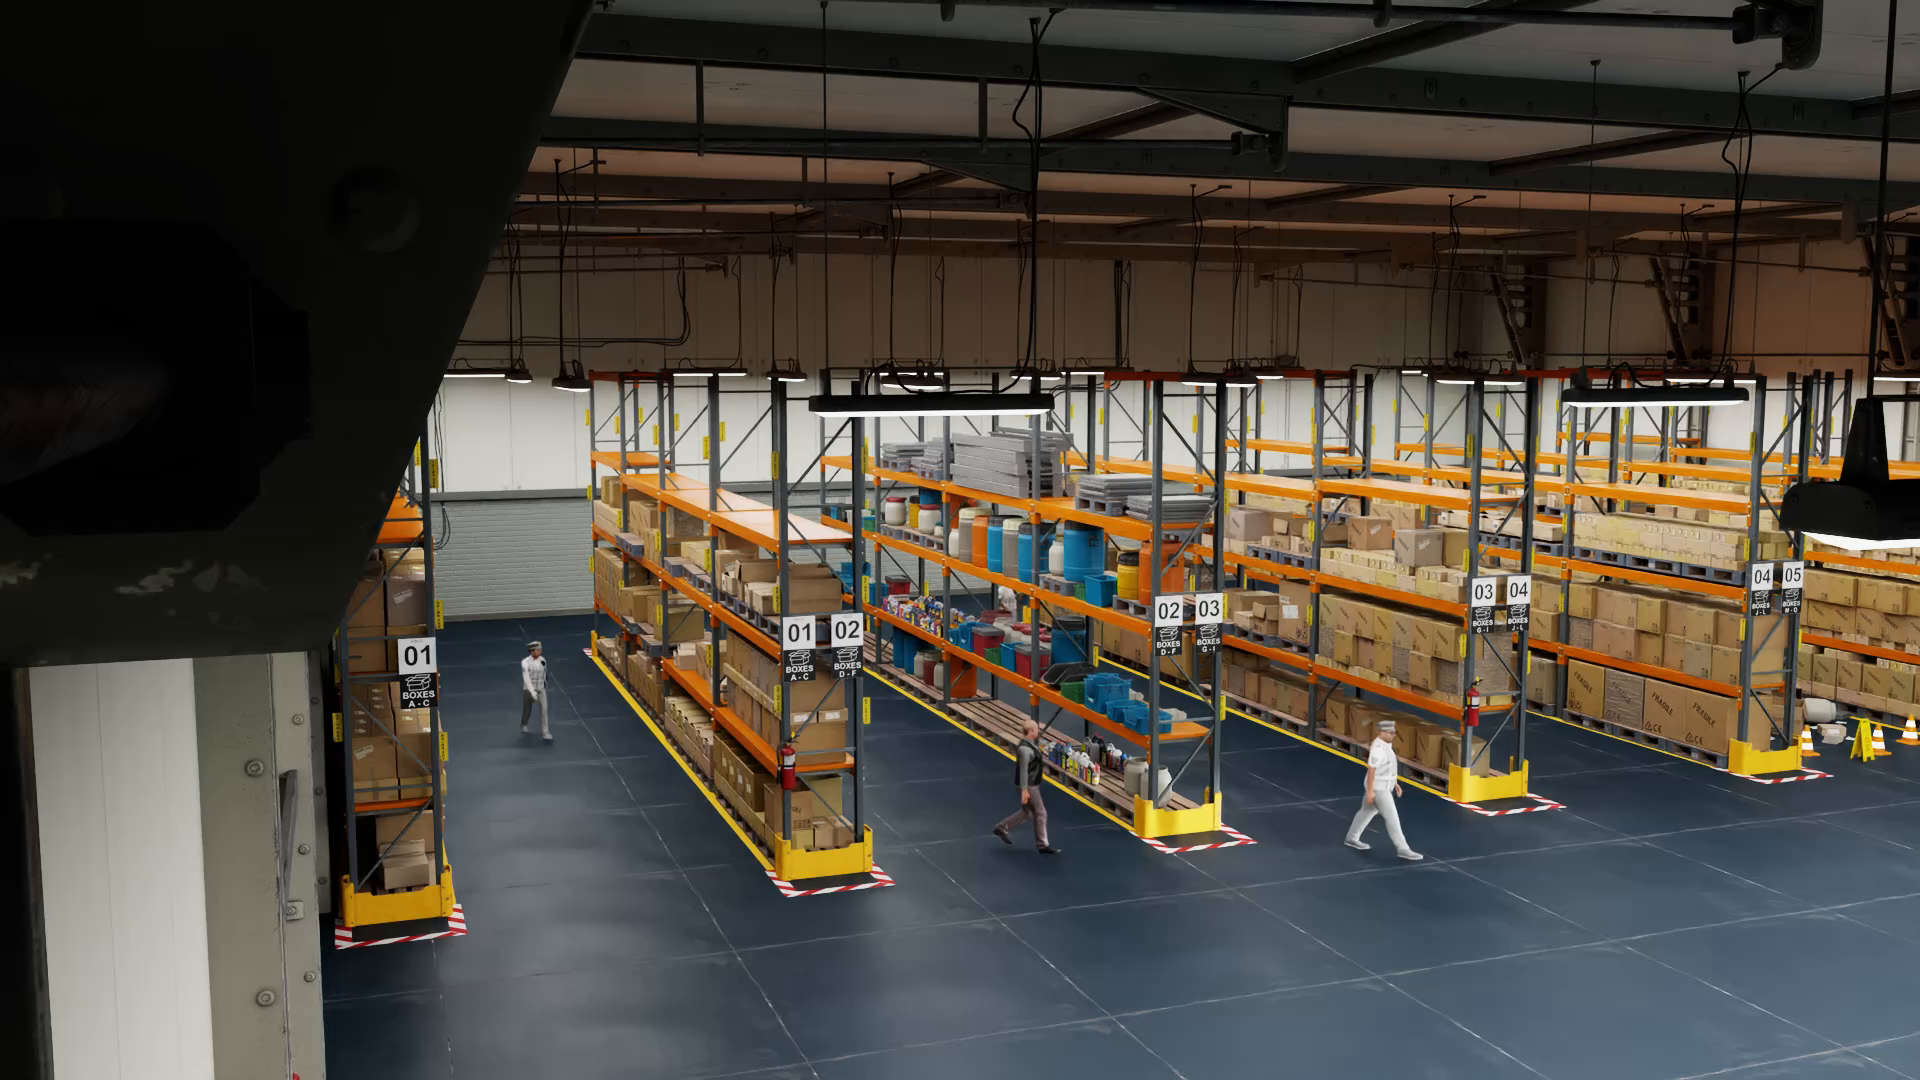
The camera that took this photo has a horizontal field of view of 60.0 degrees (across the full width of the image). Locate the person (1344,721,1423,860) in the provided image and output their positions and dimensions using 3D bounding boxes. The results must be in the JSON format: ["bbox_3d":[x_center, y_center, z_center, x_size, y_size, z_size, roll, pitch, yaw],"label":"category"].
[{"bbox_3d":[5.369,3.118,21.006,0.988,1.701,0.573,2,7,17],"label":"person"}]

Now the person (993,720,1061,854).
[{"bbox_3d":[0.856,3.125,21.187,0.886,1.697,0.577,1,6,6],"label":"person"}]

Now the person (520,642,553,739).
[{"bbox_3d":[-6.994,2.462,27.482,0.468,1.584,1.067,-5,8,-36],"label":"person"}]

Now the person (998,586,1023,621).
[{"bbox_3d":[1.075,1.500,36.195,0.614,1.607,0.738,-1,6,-11],"label":"person"}]
